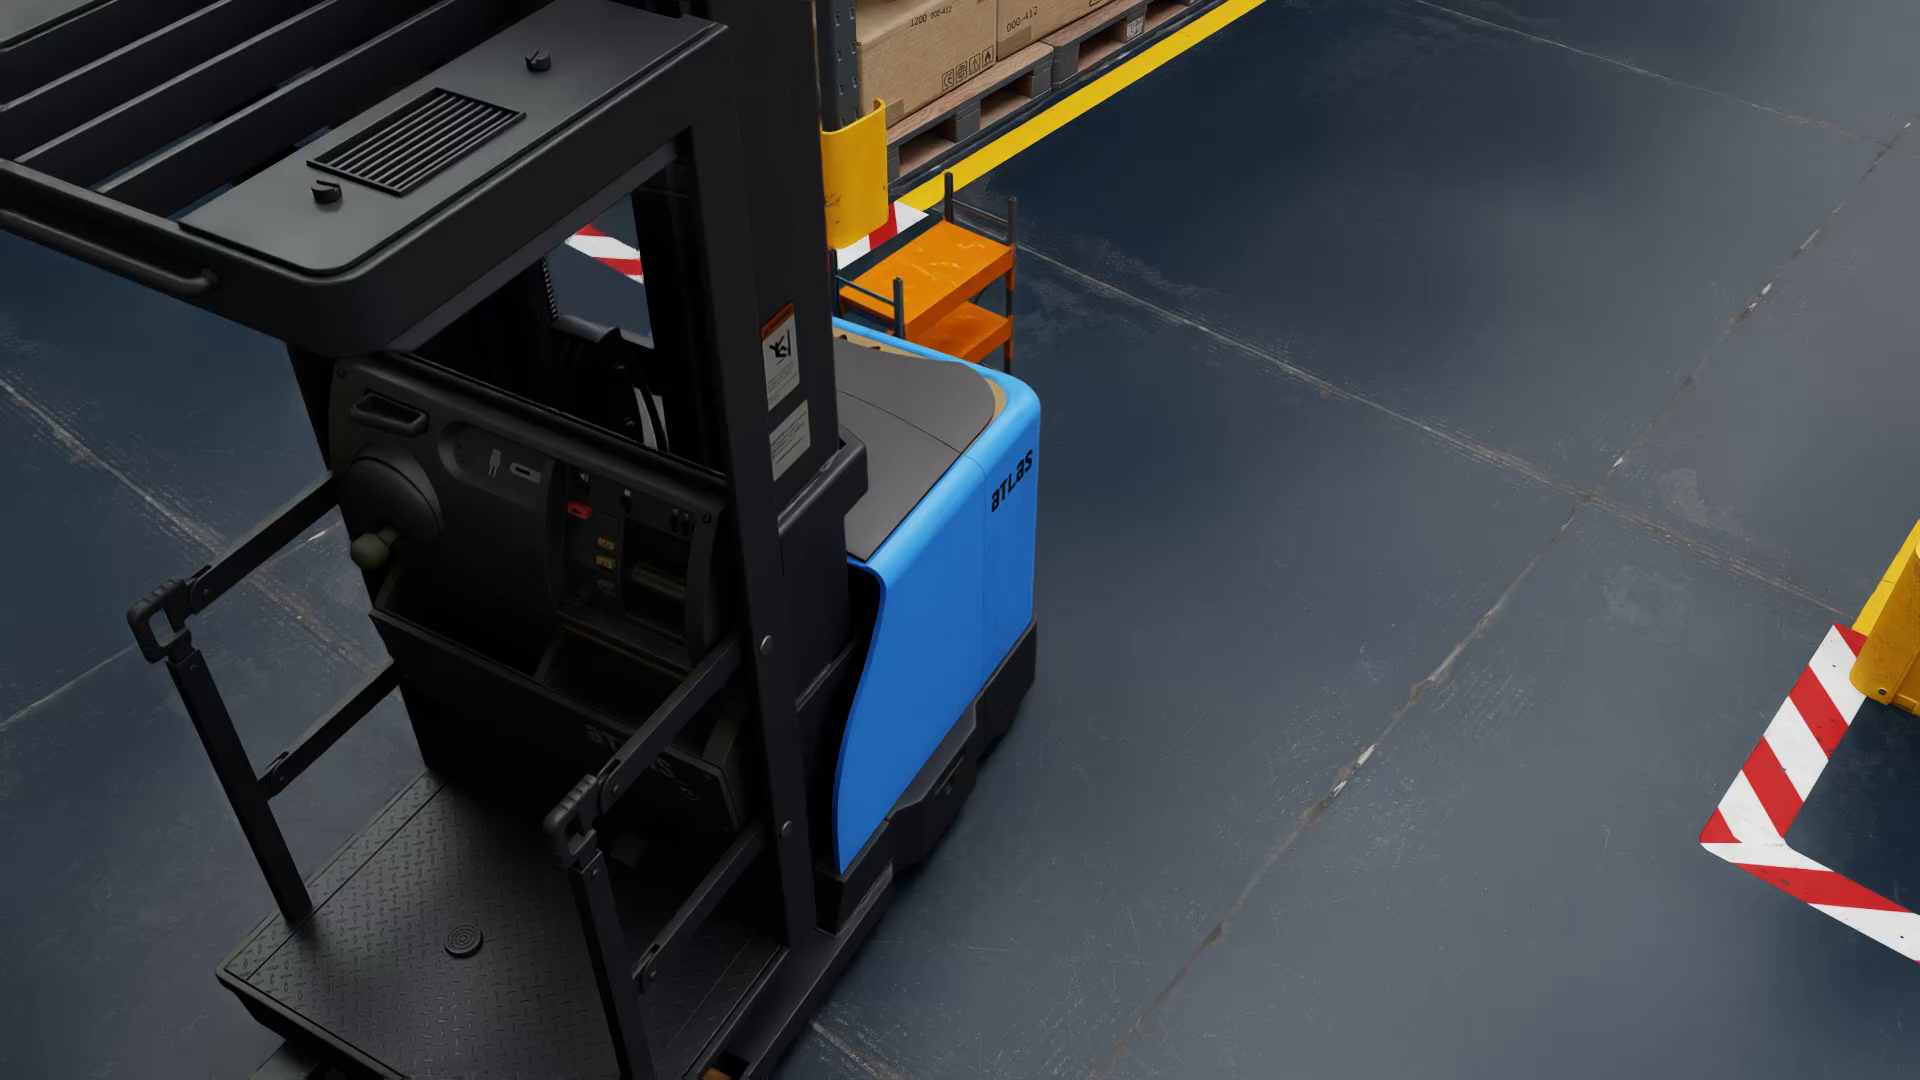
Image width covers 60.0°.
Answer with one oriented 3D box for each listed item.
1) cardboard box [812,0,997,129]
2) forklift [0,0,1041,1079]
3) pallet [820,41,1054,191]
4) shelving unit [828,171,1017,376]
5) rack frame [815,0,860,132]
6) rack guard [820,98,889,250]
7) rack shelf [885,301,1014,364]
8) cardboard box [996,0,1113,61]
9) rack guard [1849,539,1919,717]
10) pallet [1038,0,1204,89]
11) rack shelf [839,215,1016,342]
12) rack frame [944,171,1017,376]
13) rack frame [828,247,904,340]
[{"bbox_3d":[-0.453,-2.171,7.000,0.875,0.438,0.875,28,49,27],"label":"cardboard box"},{"bbox_3d":[-0.949,0.033,3.035,1.130,2.935,3.031,21,46,21],"label":"forklift"},{"bbox_3d":[-0.347,-1.994,7.286,1.003,0.211,1.213,29,50,28],"label":"pallet"},{"bbox_3d":[-0.094,-0.389,4.786,0.258,1.200,0.503,28,49,27],"label":"shelving unit"},{"bbox_3d":[-0.801,-2.580,5.858,1.000,3.000,0.127,29,50,28],"label":"rack frame"},{"bbox_3d":[-0.817,-1.643,6.685,1.175,0.500,0.348,29,50,28],"label":"rack guard"},{"bbox_3d":[-0.094,-0.505,4.681,0.258,0.148,0.480,28,49,27],"label":"rack shelf"},{"bbox_3d":[0.130,-2.646,7.522,0.875,0.438,0.875,31,51,29],"label":"cardboard box"},{"bbox_3d":[3.101,0.397,4.442,1.175,0.500,0.348,29,50,28],"label":"rack guard"},{"bbox_3d":[0.439,-2.619,7.974,1.003,0.211,1.213,29,50,28],"label":"pallet"},{"bbox_3d":[-0.094,-0.680,4.522,0.258,0.148,0.480,28,49,27],"label":"rack shelf"},{"bbox_3d":[0.056,-0.519,4.929,0.240,1.200,0.015,28,49,27],"label":"rack frame"},{"bbox_3d":[-0.243,-0.260,4.644,0.240,1.200,0.015,28,49,27],"label":"rack frame"}]
